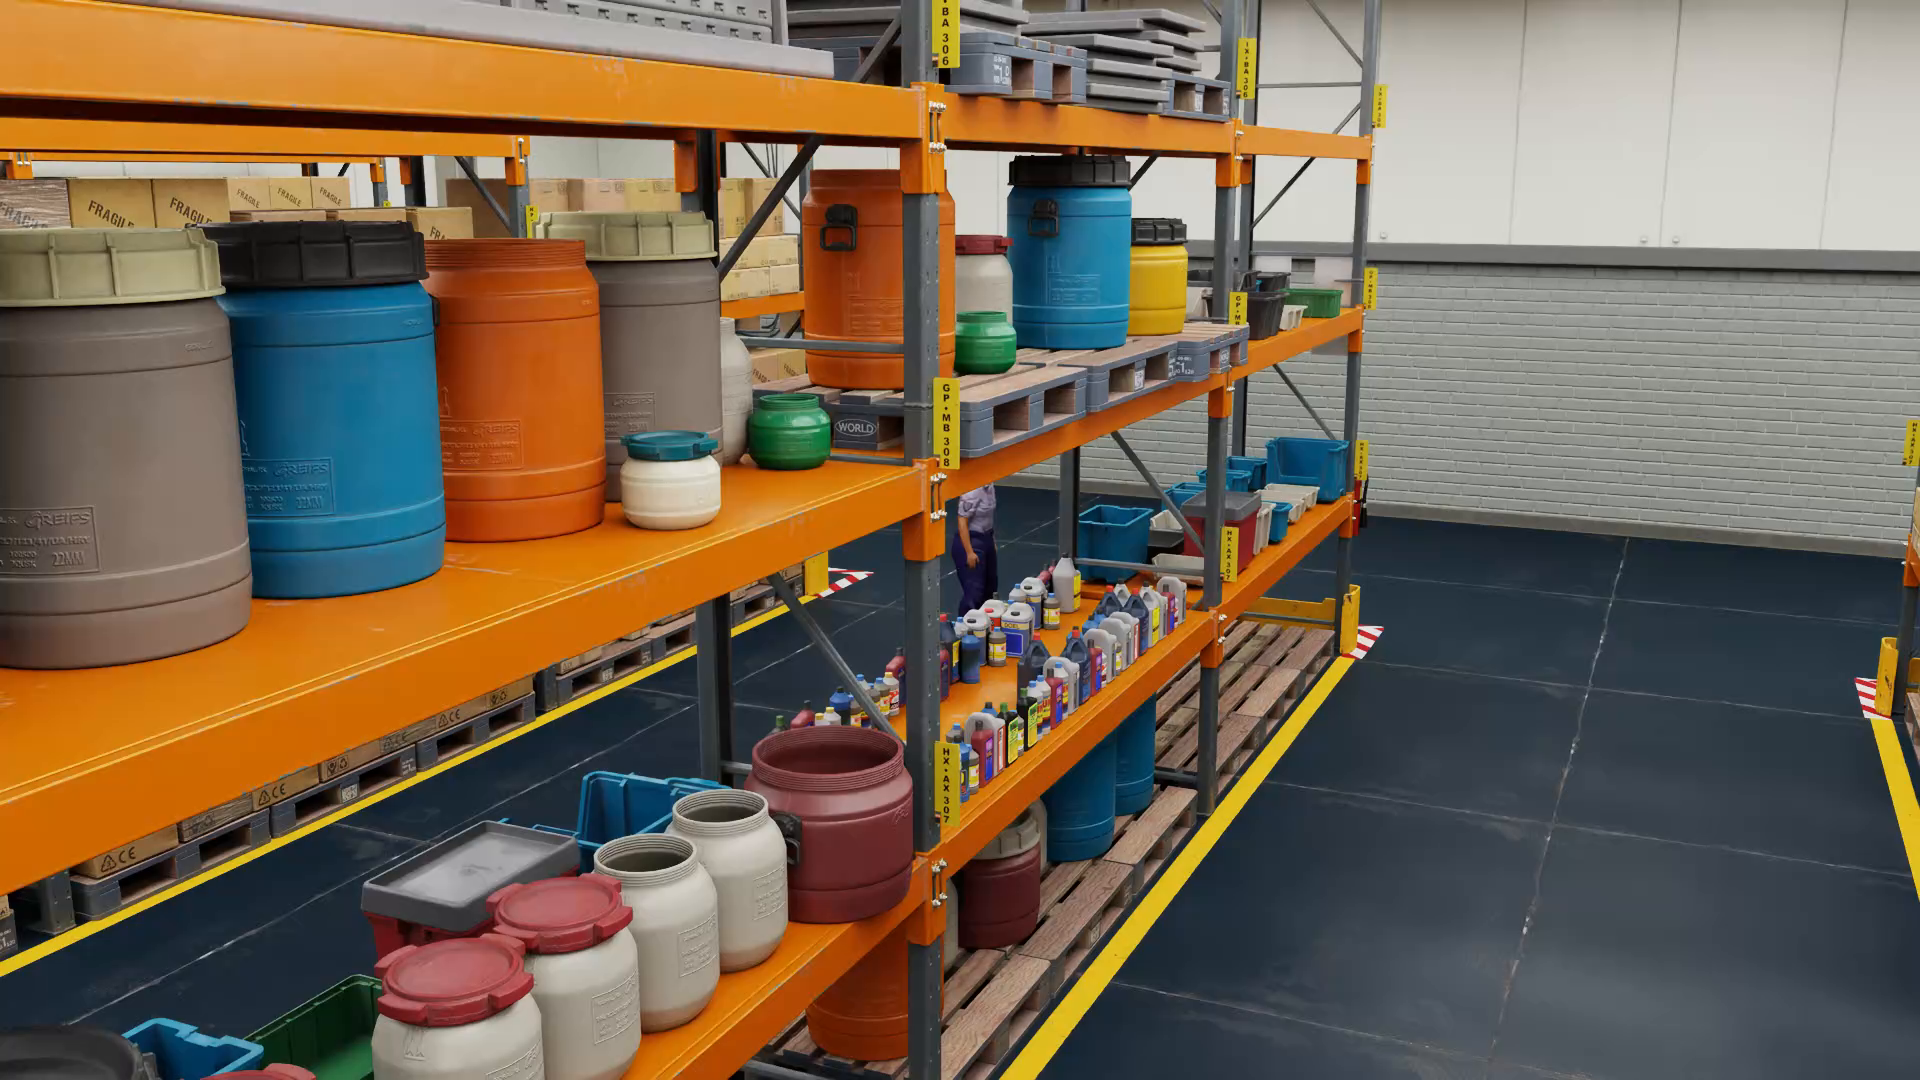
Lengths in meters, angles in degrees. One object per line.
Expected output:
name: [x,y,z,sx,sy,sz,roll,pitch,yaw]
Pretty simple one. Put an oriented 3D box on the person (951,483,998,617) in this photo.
person: [0.142,0.084,13.632,0.370,1.638,0.539,6,14,24]
